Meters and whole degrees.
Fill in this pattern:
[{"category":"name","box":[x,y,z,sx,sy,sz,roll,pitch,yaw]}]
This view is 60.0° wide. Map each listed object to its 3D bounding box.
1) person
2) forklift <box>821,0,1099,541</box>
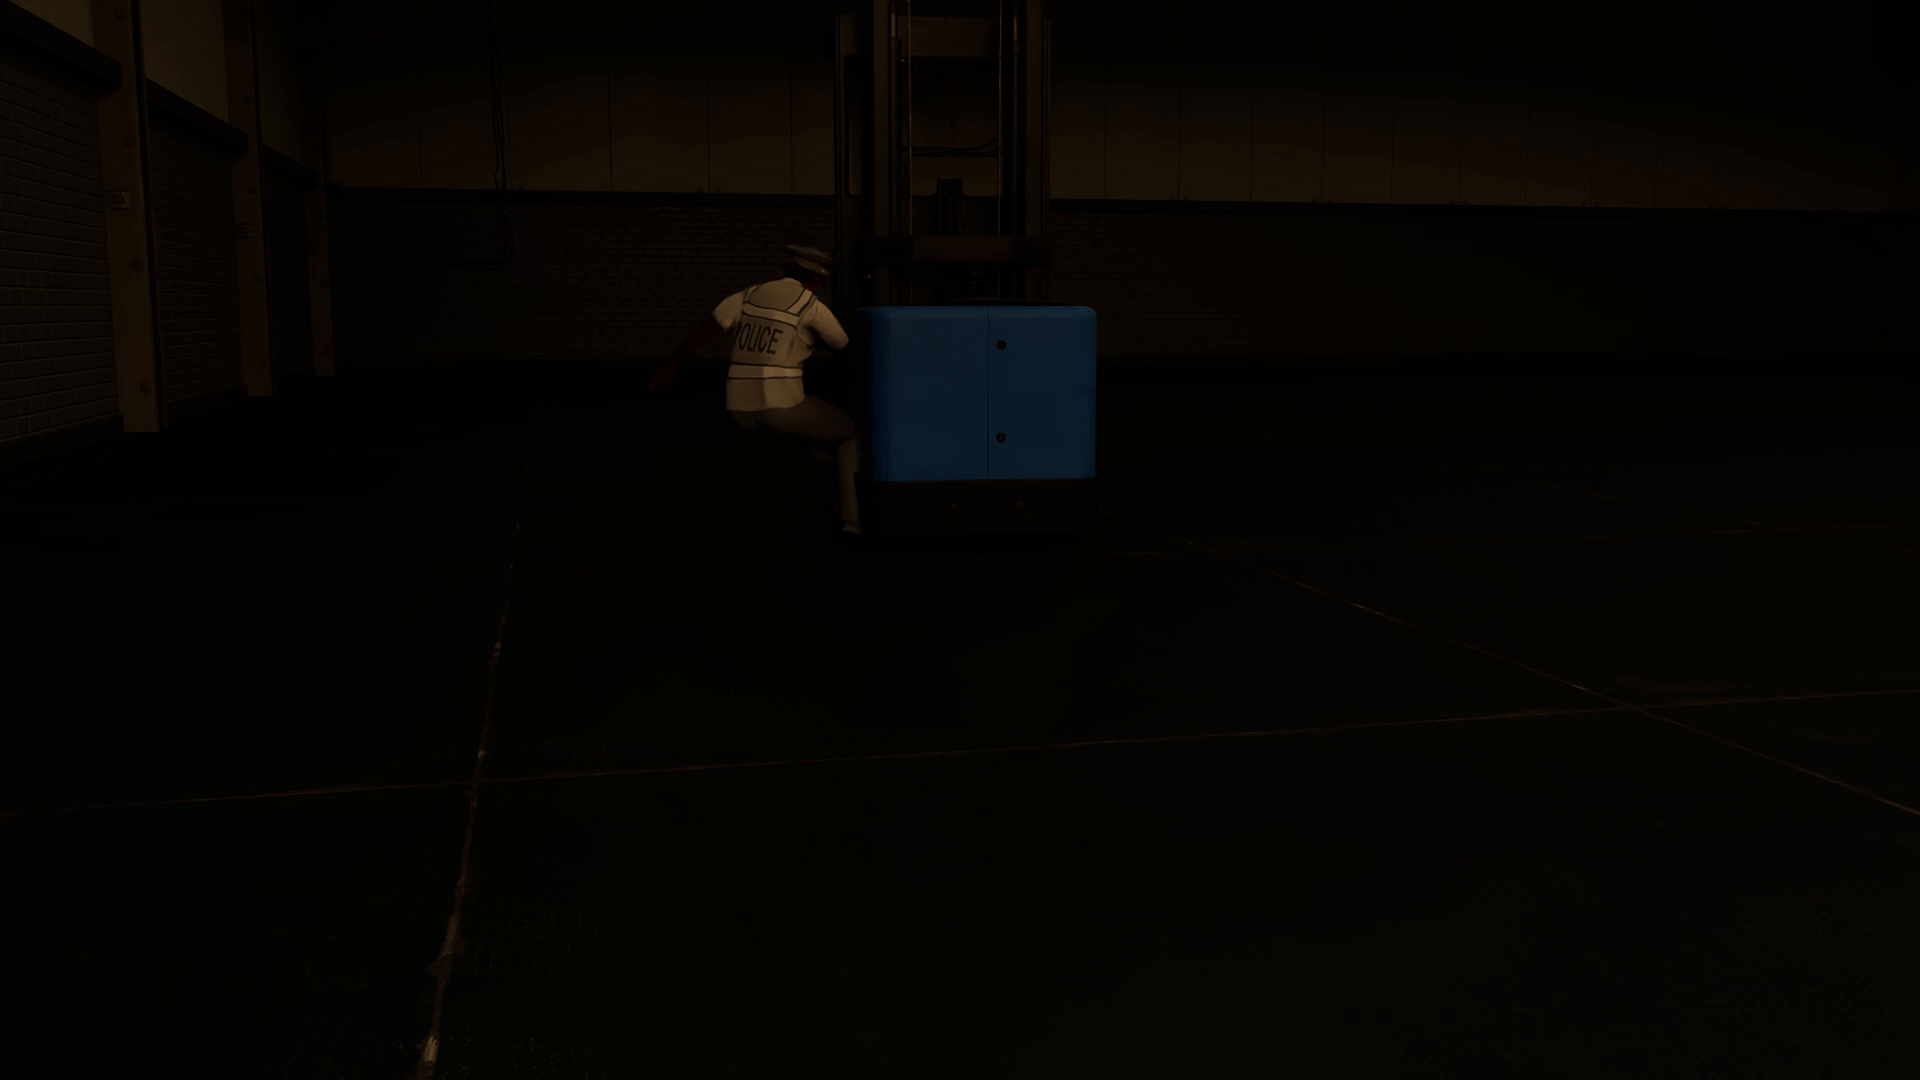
[{"category":"person","box":[-0.807,-0.676,7.862,0.998,1.405,0.900,5,9,32]},{"category":"forklift","box":[-0.130,-1.613,8.653,1.130,2.935,3.031,-1,8,-10]}]
